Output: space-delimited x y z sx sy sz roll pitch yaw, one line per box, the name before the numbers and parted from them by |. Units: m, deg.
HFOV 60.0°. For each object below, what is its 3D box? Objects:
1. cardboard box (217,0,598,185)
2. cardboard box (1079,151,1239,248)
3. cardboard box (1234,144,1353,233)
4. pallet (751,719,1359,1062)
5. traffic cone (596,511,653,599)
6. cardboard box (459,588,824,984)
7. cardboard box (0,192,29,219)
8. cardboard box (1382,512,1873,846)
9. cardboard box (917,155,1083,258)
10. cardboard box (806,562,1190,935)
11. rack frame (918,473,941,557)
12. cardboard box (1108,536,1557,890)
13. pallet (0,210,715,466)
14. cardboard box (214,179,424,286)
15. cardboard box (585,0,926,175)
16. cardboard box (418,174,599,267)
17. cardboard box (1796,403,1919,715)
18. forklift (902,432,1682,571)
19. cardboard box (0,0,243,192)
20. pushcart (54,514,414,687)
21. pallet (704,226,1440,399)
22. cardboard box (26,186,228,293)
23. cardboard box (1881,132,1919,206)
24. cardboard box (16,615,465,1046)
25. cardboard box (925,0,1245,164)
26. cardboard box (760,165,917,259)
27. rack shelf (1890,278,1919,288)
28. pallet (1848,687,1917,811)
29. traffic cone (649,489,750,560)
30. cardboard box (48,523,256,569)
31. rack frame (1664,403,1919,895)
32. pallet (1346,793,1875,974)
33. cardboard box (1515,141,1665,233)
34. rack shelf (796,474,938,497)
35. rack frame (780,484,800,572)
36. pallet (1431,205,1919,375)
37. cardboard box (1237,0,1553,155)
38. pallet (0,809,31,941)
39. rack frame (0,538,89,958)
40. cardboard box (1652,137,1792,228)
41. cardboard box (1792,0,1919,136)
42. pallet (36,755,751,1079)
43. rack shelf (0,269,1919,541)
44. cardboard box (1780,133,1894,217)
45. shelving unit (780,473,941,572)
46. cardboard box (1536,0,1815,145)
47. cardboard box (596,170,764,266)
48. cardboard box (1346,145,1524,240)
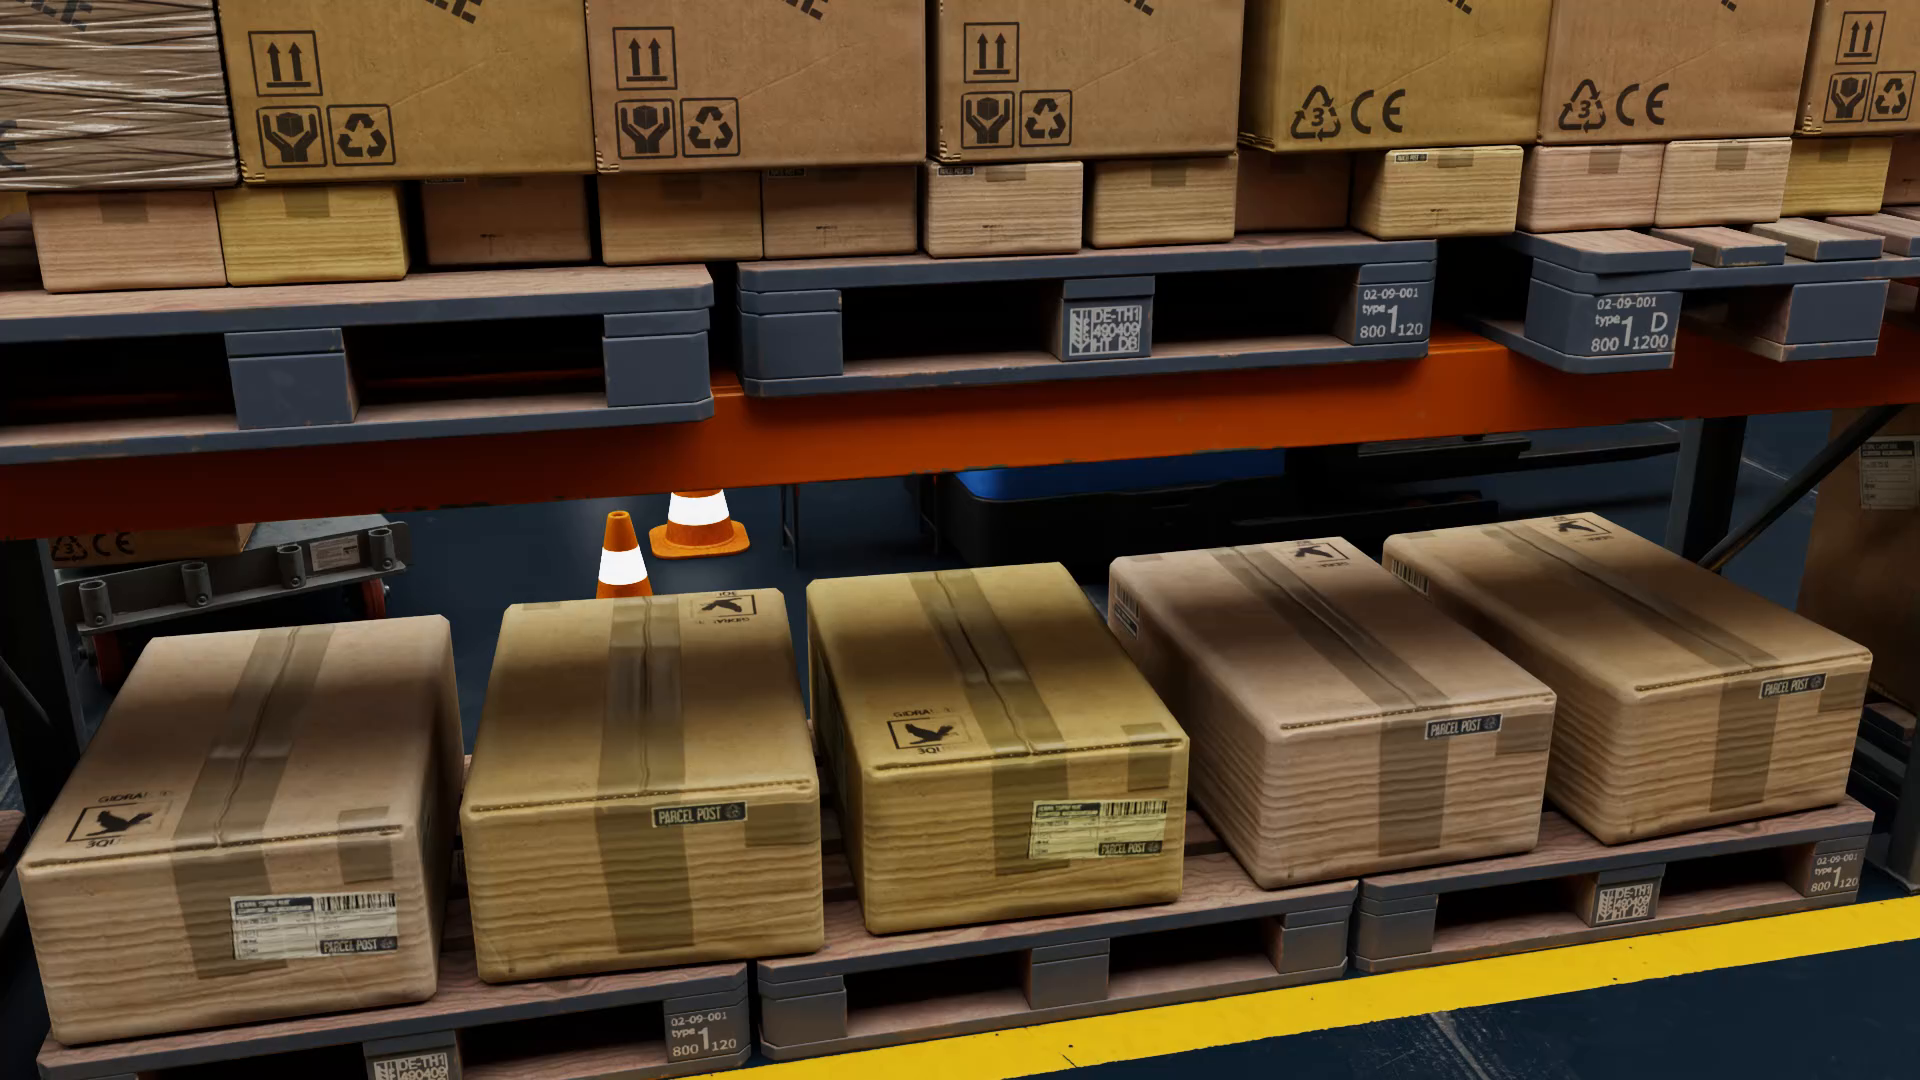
cardboard box | -0.837 -0.844 2.570 0.500 0.500 0.500 -5 21 -12
cardboard box | 0.292 -0.621 2.905 0.250 0.149 0.380 -5 21 -14
cardboard box | 0.517 -0.669 3.034 0.250 0.149 0.380 -4 21 -12
pallet | 0.100 0.670 3.678 1.213 0.211 1.003 -5 21 -12
traffic cone | -0.962 0.145 4.746 0.334 0.463 0.336 -5 21 -12
cardboard box | -0.638 0.457 3.416 0.625 0.372 0.950 -3 20 -9
cardboard box | -3.712 -1.301 7.485 0.875 0.875 0.875 -4 21 -12
cardboard box | 1.494 0.282 3.893 0.625 0.372 0.950 -6 21 -16
cardboard box | 0.039 -0.590 2.820 0.250 0.149 0.380 -4 20 -10
cardboard box | 0.038 0.401 3.568 0.625 0.372 0.950 -4 20 -11
rack frame | -0.105 -0.546 5.561 0.015 1.200 0.240 -6 21 -15
cardboard box | 0.778 0.343 3.727 0.625 0.372 0.950 -5 21 -14
pallet | -1.069 -0.401 2.828 1.213 0.211 1.003 -5 21 -12
cardboard box | -0.991 -0.513 2.610 0.250 0.149 0.380 -4 21 -11
cardboard box | -0.353 -0.879 2.664 0.500 0.500 0.500 -5 21 -13
cardboard box | -0.733 -0.561 2.741 0.250 0.149 0.380 -3 20 -9
cardboard box | 2.737 -0.022 3.993 0.875 0.875 0.875 -5 21 -13
forklift | 1.362 -1.515 5.690 3.031 2.935 1.130 -6 21 -15
cardboard box | -1.324 -0.804 2.461 0.500 0.500 0.500 -4 21 -11
pushcart | -2.420 -0.007 5.286 0.936 0.377 1.648 -13 24 -31
pallet | 0.129 -0.536 3.194 1.213 0.211 1.003 -5 21 -12
cardboard box | -1.236 -0.497 2.564 0.250 0.149 0.380 -4 21 -12
cardboard box | 1.781 -0.770 3.312 0.250 0.149 0.380 -4 20 -10
cardboard box | -1.337 0.515 3.258 0.625 0.372 0.950 -4 21 -12
cardboard box | 0.145 -0.923 2.785 0.500 0.500 0.500 -6 21 -15
cardboard box | -0.232 -0.587 2.810 0.250 0.149 0.380 -4 21 -12
rack shelf | 3.992 -0.616 4.182 4.000 0.370 1.077 -5 21 -12
pallet | 2.831 0.476 4.208 1.213 0.211 1.003 -5 21 -12
traffic cone | -0.910 -0.213 5.722 0.334 0.463 0.336 -5 21 -12
cardboard box | -2.285 -0.255 4.682 0.500 0.500 0.500 -5 21 -12
rack frame | 2.046 -0.796 3.627 0.127 3.000 1.000 -5 21 -12
pallet | 1.285 0.575 3.939 1.213 0.211 1.003 -5 21 -12
cardboard box | 1.055 -0.673 3.045 0.250 0.149 0.380 -6 21 -15
rack shelf | -0.339 -0.273 5.587 0.480 0.148 0.258 -6 21 -15
rack frame | -0.573 -0.498 5.431 0.015 1.200 0.240 -6 21 -15
pallet | 1.377 -0.614 3.408 1.003 0.211 1.213 -5 21 -12
cardboard box | 0.676 -0.966 2.902 0.500 0.500 0.500 -6 21 -16
pallet | -2.492 0.895 3.065 1.213 0.211 1.003 -5 21 -12
rack frame | -1.847 -0.479 2.762 0.127 3.000 1.000 -5 21 -12
cardboard box | 1.302 -0.690 3.092 0.250 0.149 0.380 -5 21 -13
cardboard box | 1.668 -1.051 3.134 0.500 0.500 0.500 -5 21 -14
pallet | -1.089 0.768 3.412 1.213 0.211 1.003 -5 21 -12
rack shelf | 0.100 -0.300 3.318 4.000 0.370 1.077 -5 21 -12
cardboard box | 1.537 -0.725 3.188 0.250 0.149 0.380 -4 21 -12
shelving unit | -0.339 -0.522 5.496 0.503 1.200 0.258 -6 21 -15
cardboard box | 1.167 -1.006 3.012 0.500 0.500 0.500 -5 21 -13
cardboard box | -0.473 -0.568 2.758 0.250 0.149 0.380 -4 21 -12
cardboard box | 0.791 -0.646 2.973 0.250 0.149 0.380 -4 21 -12
